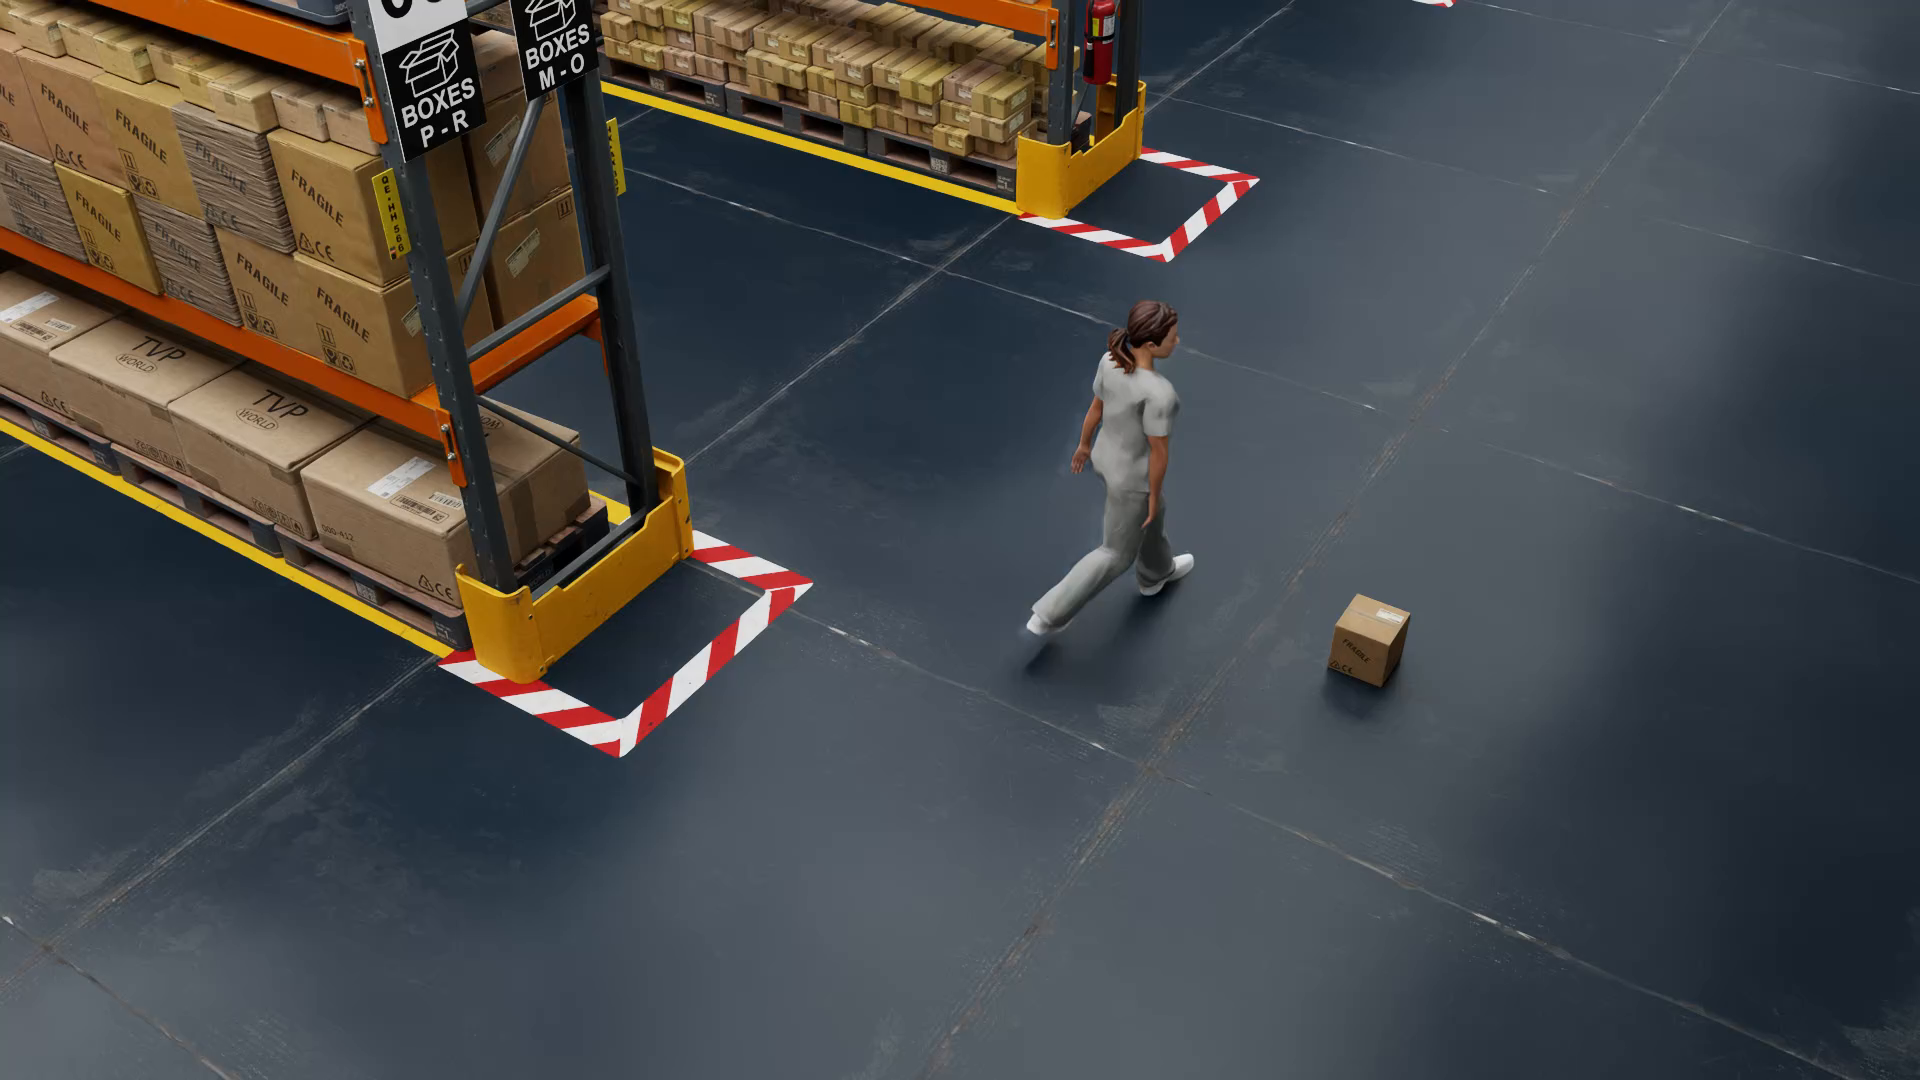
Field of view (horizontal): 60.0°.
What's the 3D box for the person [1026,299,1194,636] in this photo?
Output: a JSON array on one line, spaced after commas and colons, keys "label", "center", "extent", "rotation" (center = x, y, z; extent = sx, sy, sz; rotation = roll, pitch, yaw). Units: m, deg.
[{"label": "person", "center": [0.688, -0.299, 7.073], "extent": [0.991, 1.631, 0.534], "rotation": [-18, 42, -22]}]
